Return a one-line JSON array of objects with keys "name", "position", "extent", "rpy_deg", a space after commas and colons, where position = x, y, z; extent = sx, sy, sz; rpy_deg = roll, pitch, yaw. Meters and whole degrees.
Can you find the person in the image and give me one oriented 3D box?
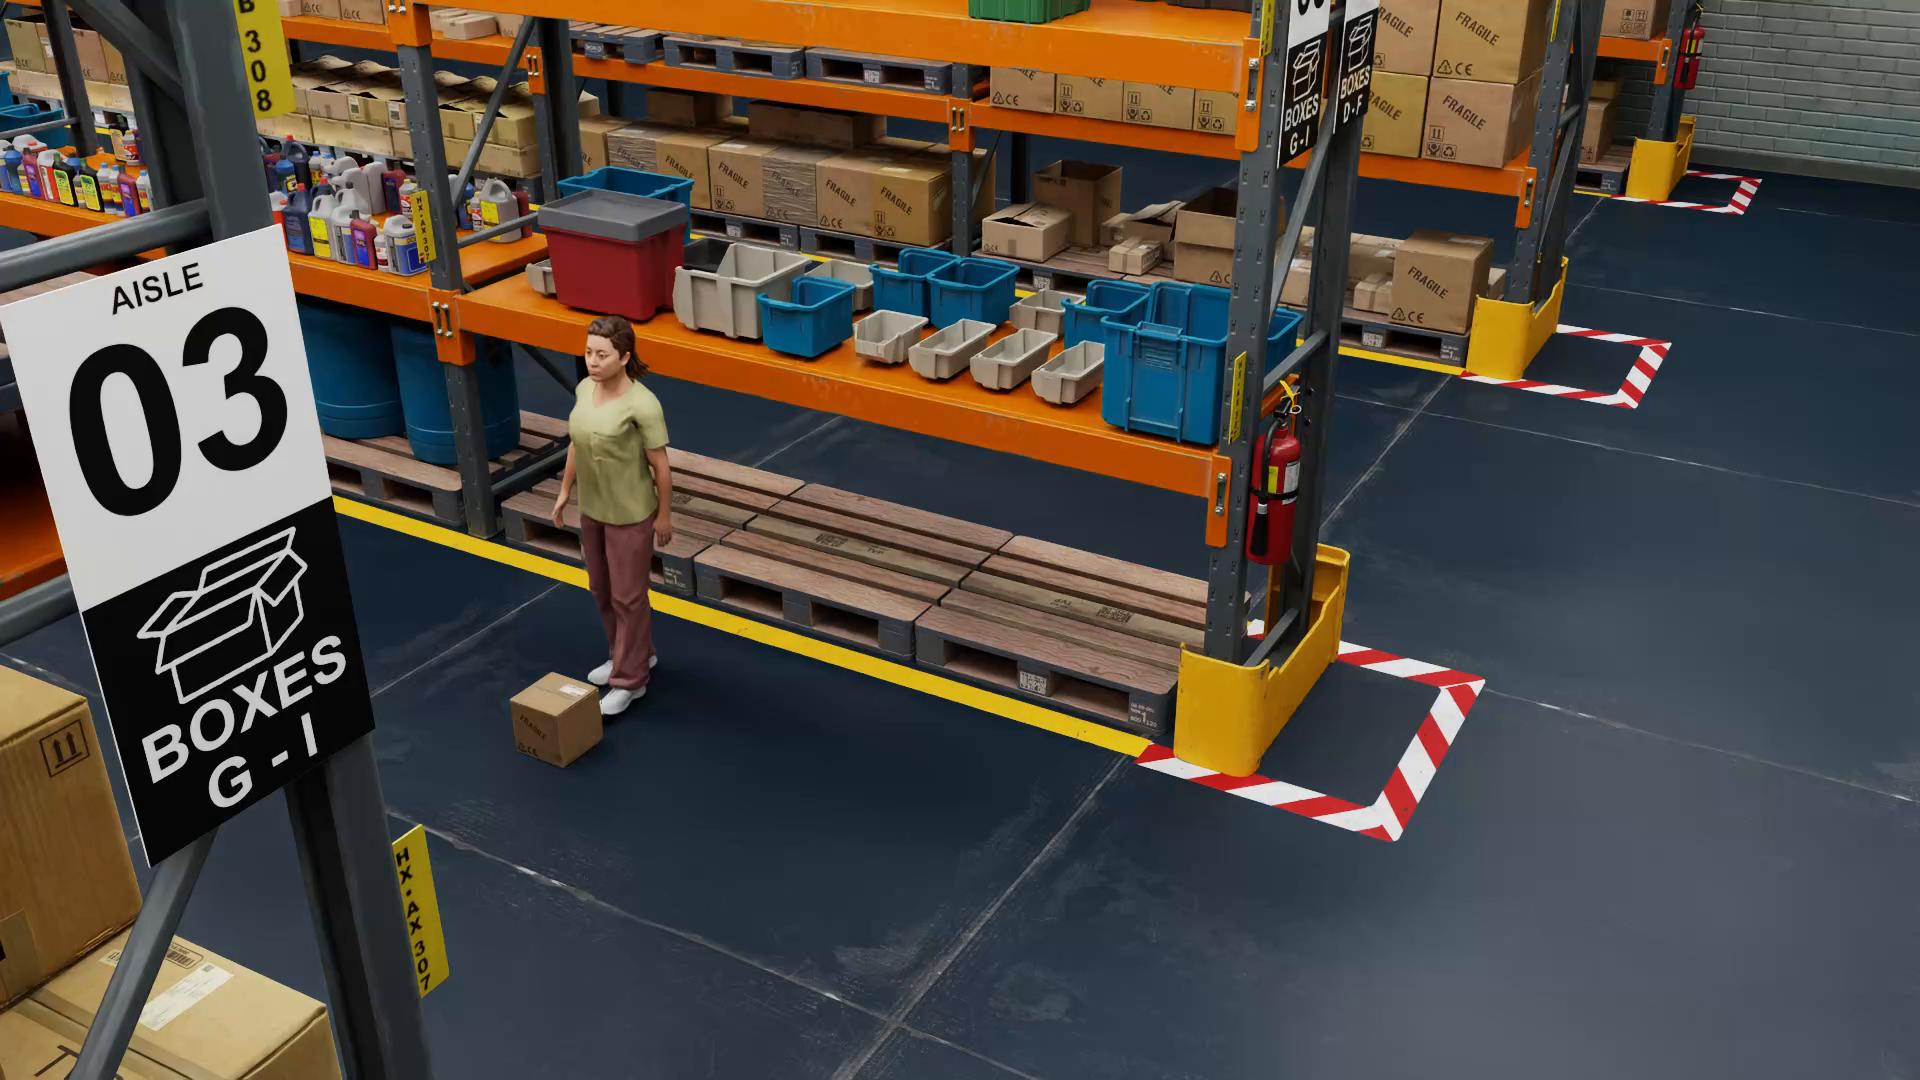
[{"name": "person", "position": [-1.437, -0.094, 6.770], "extent": [0.502, 1.683, 0.469], "rpy_deg": [19, 32, 32]}]
